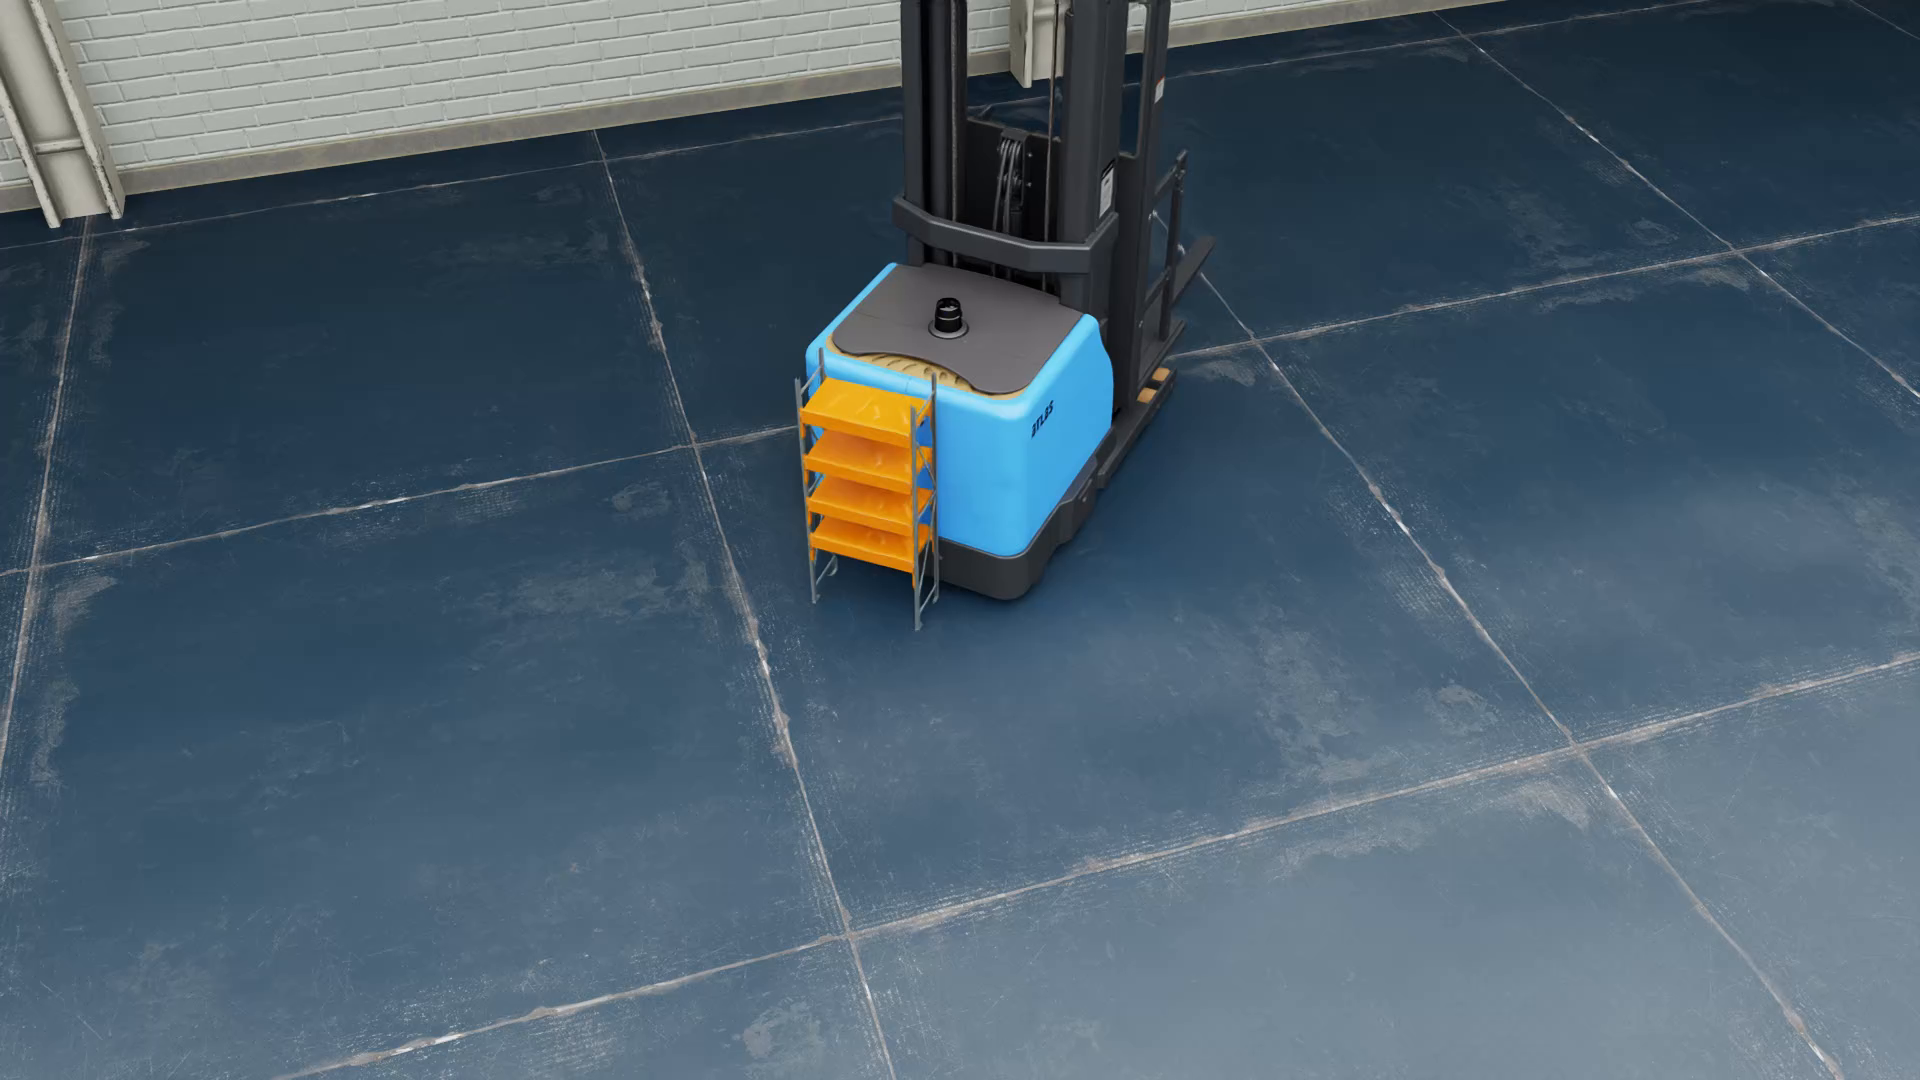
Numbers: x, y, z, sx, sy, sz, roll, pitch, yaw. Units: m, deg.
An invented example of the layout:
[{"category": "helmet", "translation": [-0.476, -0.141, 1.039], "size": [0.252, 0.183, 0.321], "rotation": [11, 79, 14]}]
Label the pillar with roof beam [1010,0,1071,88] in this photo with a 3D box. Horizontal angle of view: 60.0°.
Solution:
[{"category": "pillar with roof beam", "translation": [1.860, -3.824, 5.137], "size": [0.400, 9.000, 9.100], "rotation": [-12, 42, -13]}]

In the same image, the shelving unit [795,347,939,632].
[{"category": "shelving unit", "translation": [-0.369, -0.189, 6.904], "size": [0.503, 1.200, 0.258], "rotation": [14, 43, 16]}]

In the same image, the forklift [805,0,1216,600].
[{"category": "forklift", "translation": [0.443, -1.813, 7.447], "size": [1.130, 2.935, 3.031], "rotation": [18, 44, 19]}]

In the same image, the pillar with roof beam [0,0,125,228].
[{"category": "pillar with roof beam", "translation": [-3.863, -2.638, 3.779], "size": [0.400, 9.000, 9.100], "rotation": [-12, 42, -13]}]

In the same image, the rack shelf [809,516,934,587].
[{"category": "rack shelf", "translation": [-0.369, 0.011, 7.079], "size": [0.480, 0.148, 0.258], "rotation": [14, 43, 16]}]

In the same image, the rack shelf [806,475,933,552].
[{"category": "rack shelf", "translation": [-0.369, -0.139, 6.948], "size": [0.480, 0.148, 0.258], "rotation": [14, 43, 16]}]

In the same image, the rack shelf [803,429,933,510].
[{"category": "rack shelf", "translation": [-0.369, -0.307, 6.801], "size": [0.480, 0.148, 0.258], "rotation": [14, 43, 16]}]

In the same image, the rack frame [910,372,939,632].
[{"category": "rack frame", "translation": [-0.141, -0.131, 6.838], "size": [0.015, 1.200, 0.240], "rotation": [14, 43, 16]}]

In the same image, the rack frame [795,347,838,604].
[{"category": "rack frame", "translation": [-0.596, -0.247, 6.971], "size": [0.015, 1.200, 0.240], "rotation": [14, 43, 16]}]

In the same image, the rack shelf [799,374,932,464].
[{"category": "rack shelf", "translation": [-0.369, -0.485, 6.646], "size": [0.480, 0.148, 0.258], "rotation": [14, 43, 16]}]
